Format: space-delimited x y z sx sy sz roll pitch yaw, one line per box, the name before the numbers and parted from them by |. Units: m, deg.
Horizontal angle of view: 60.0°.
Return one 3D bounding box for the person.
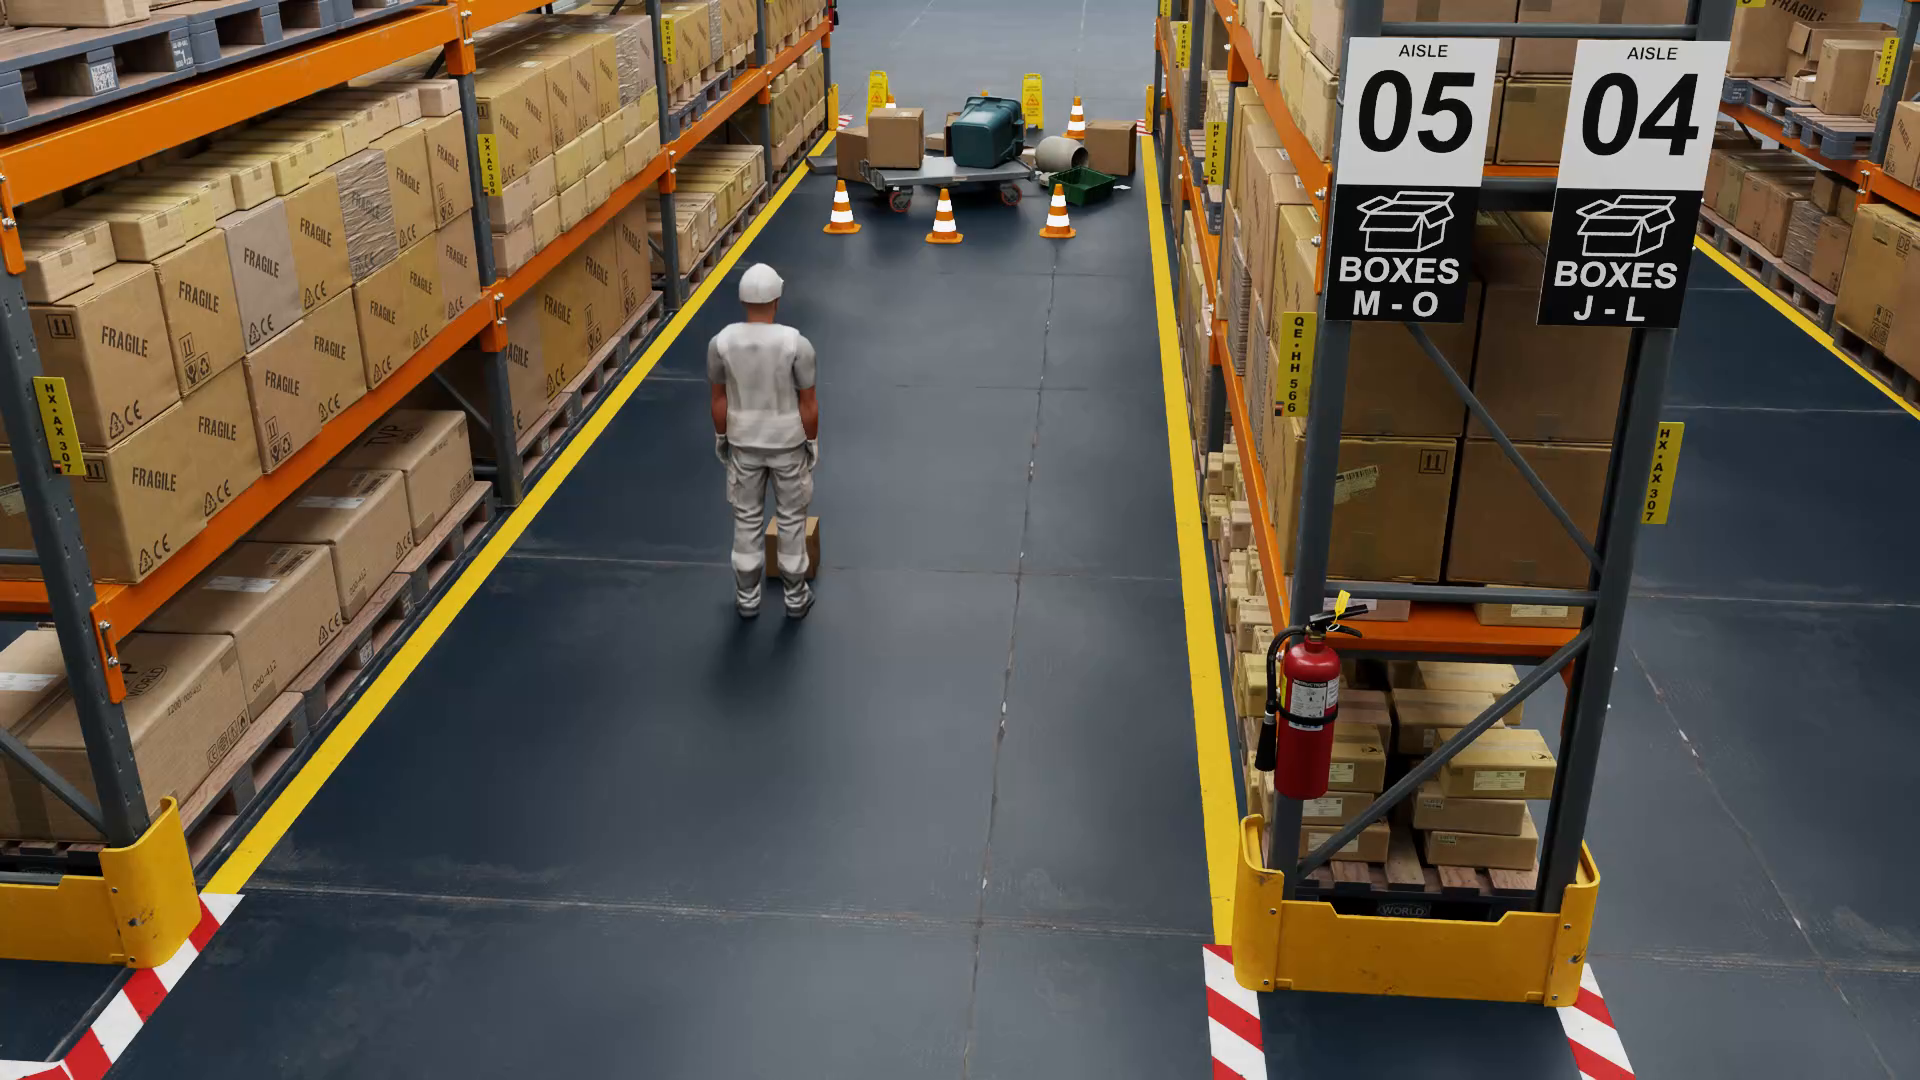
person | -0.937 -0.470 8.113 0.529 1.797 0.354 2 24 5
